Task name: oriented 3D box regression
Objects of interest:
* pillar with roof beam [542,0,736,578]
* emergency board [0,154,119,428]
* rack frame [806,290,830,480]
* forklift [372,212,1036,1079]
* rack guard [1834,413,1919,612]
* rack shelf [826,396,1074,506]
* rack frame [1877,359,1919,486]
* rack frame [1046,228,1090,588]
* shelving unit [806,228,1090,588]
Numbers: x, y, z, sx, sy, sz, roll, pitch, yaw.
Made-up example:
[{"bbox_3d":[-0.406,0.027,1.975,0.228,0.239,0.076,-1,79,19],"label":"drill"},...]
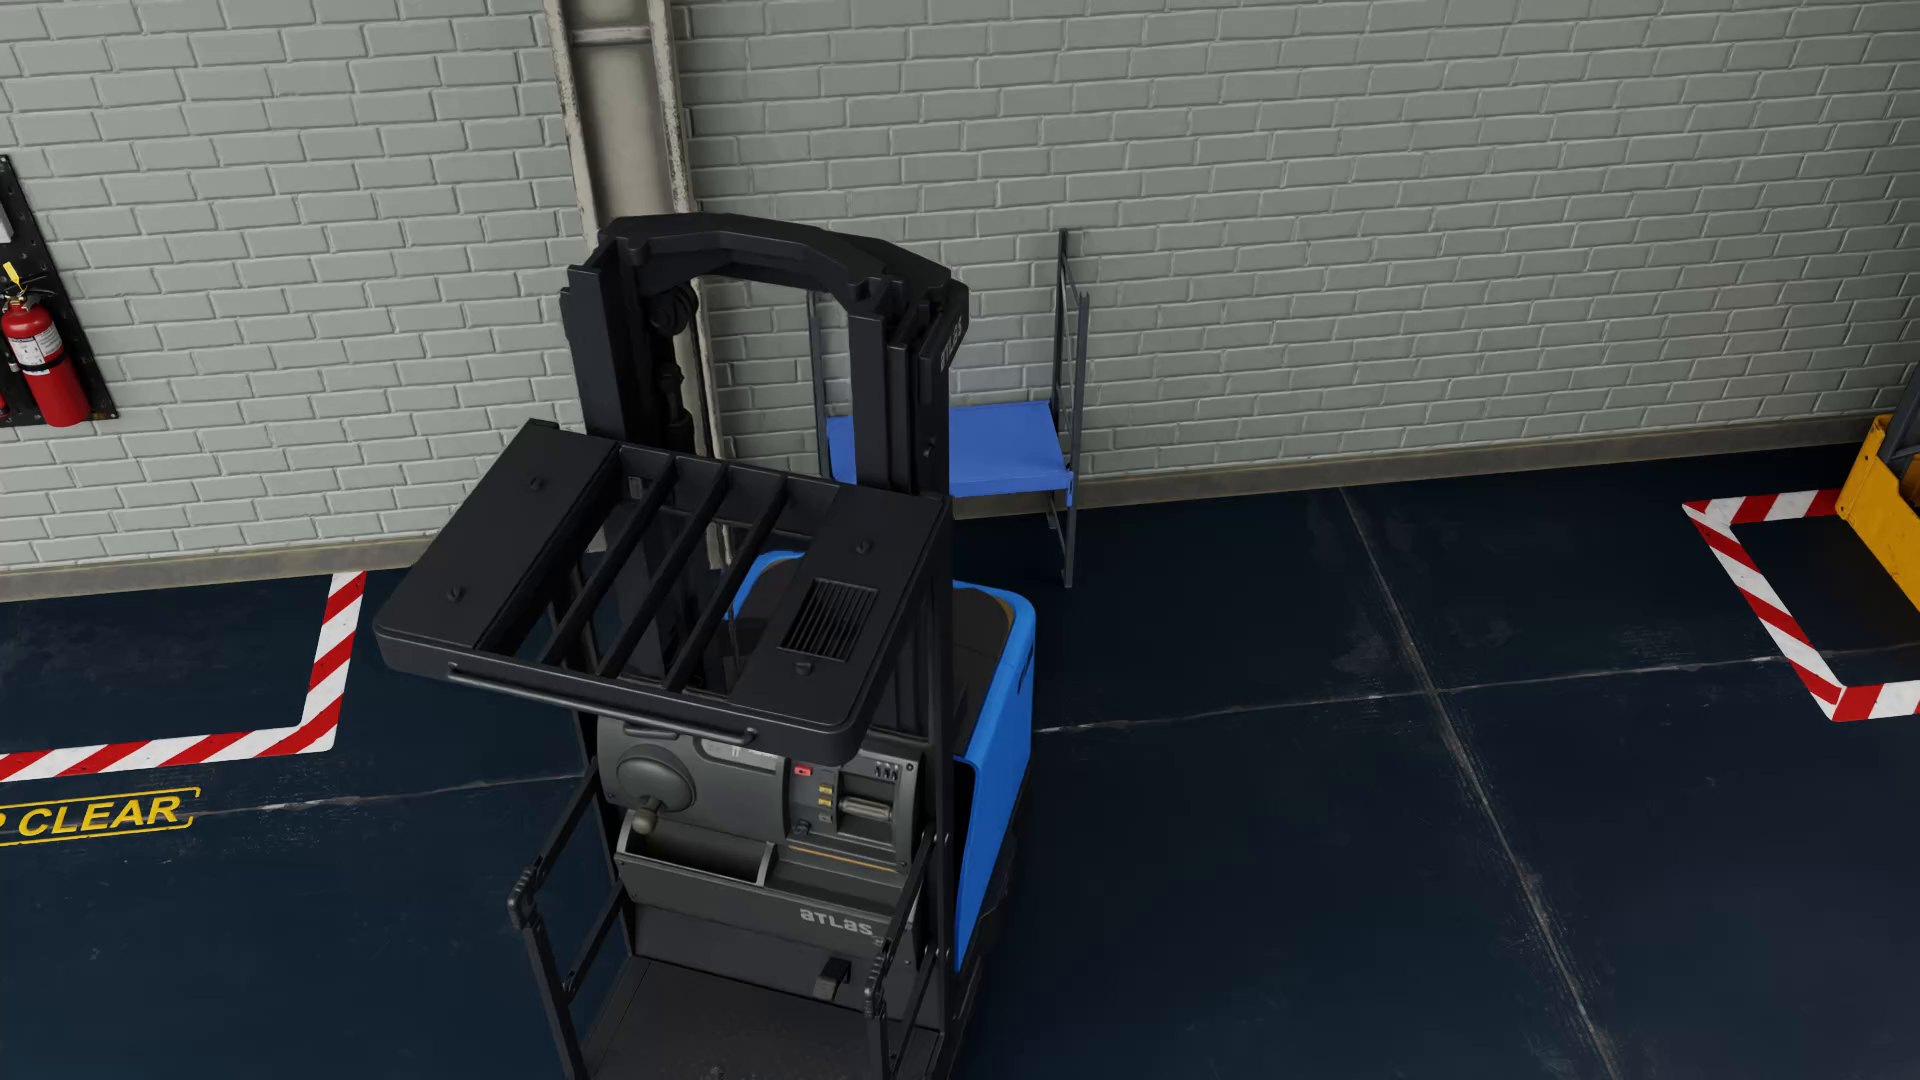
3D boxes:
[{"bbox_3d":[-0.636,-0.392,1.181,0.400,9.000,9.100,-5,42,-6],"label":"pillar with roof beam"},{"bbox_3d":[-3.649,-0.834,6.150,0.643,1.169,0.194,-5,42,-6],"label":"emergency board"},{"bbox_3d":[-0.568,-0.427,6.819,0.032,1.500,0.500,-5,42,-5],"label":"rack frame"},{"bbox_3d":[-0.621,0.757,4.437,1.130,2.935,3.031,11,43,12],"label":"forklift"},{"bbox_3d":[4.249,0.012,7.078,0.348,0.500,1.175,-5,42,-6],"label":"rack guard"},{"bbox_3d":[-0.064,-0.337,6.988,1.000,0.185,0.538,-5,42,-5],"label":"rack shelf"},{"bbox_3d":[4.173,-0.909,6.234,0.127,3.000,1.000,-5,42,-6],"label":"rack frame"},{"bbox_3d":[0.440,-0.514,6.916,0.032,1.500,0.500,-5,42,-5],"label":"rack frame"},{"bbox_3d":[-0.064,-0.471,6.867,1.048,1.500,0.538,-5,42,-5],"label":"shelving unit"}]
